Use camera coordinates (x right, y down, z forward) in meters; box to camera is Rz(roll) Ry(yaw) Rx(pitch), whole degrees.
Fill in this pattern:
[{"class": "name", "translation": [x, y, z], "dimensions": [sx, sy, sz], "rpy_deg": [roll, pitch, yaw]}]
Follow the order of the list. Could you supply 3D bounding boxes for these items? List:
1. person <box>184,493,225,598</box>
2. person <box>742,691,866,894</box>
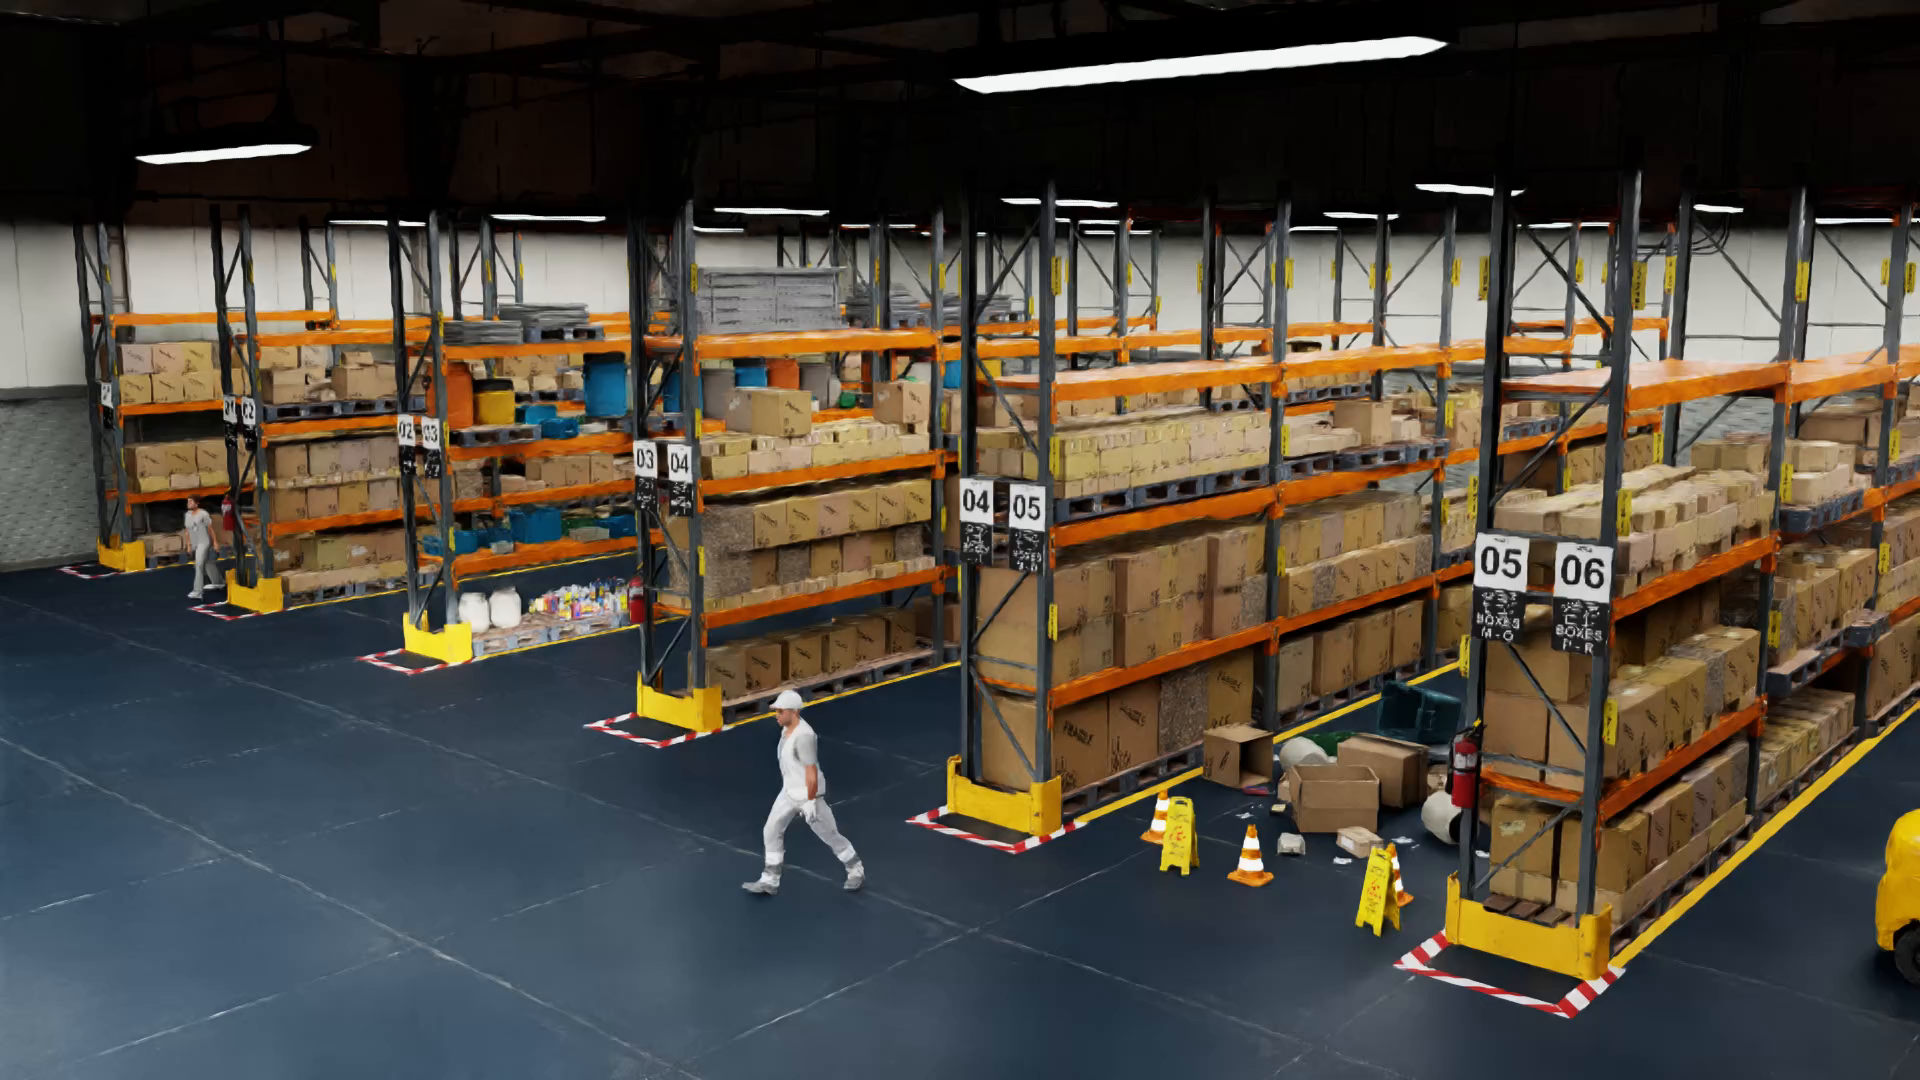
[{"class": "person", "translation": [-11.892, 0.062, 26.031], "dimensions": [0.480, 1.616, 0.957], "rpy_deg": [4, 10, 21]}, {"class": "person", "translation": [-1.276, 2.074, 13.658], "dimensions": [0.988, 1.734, 0.598], "rpy_deg": [-5, 11, -28]}]
